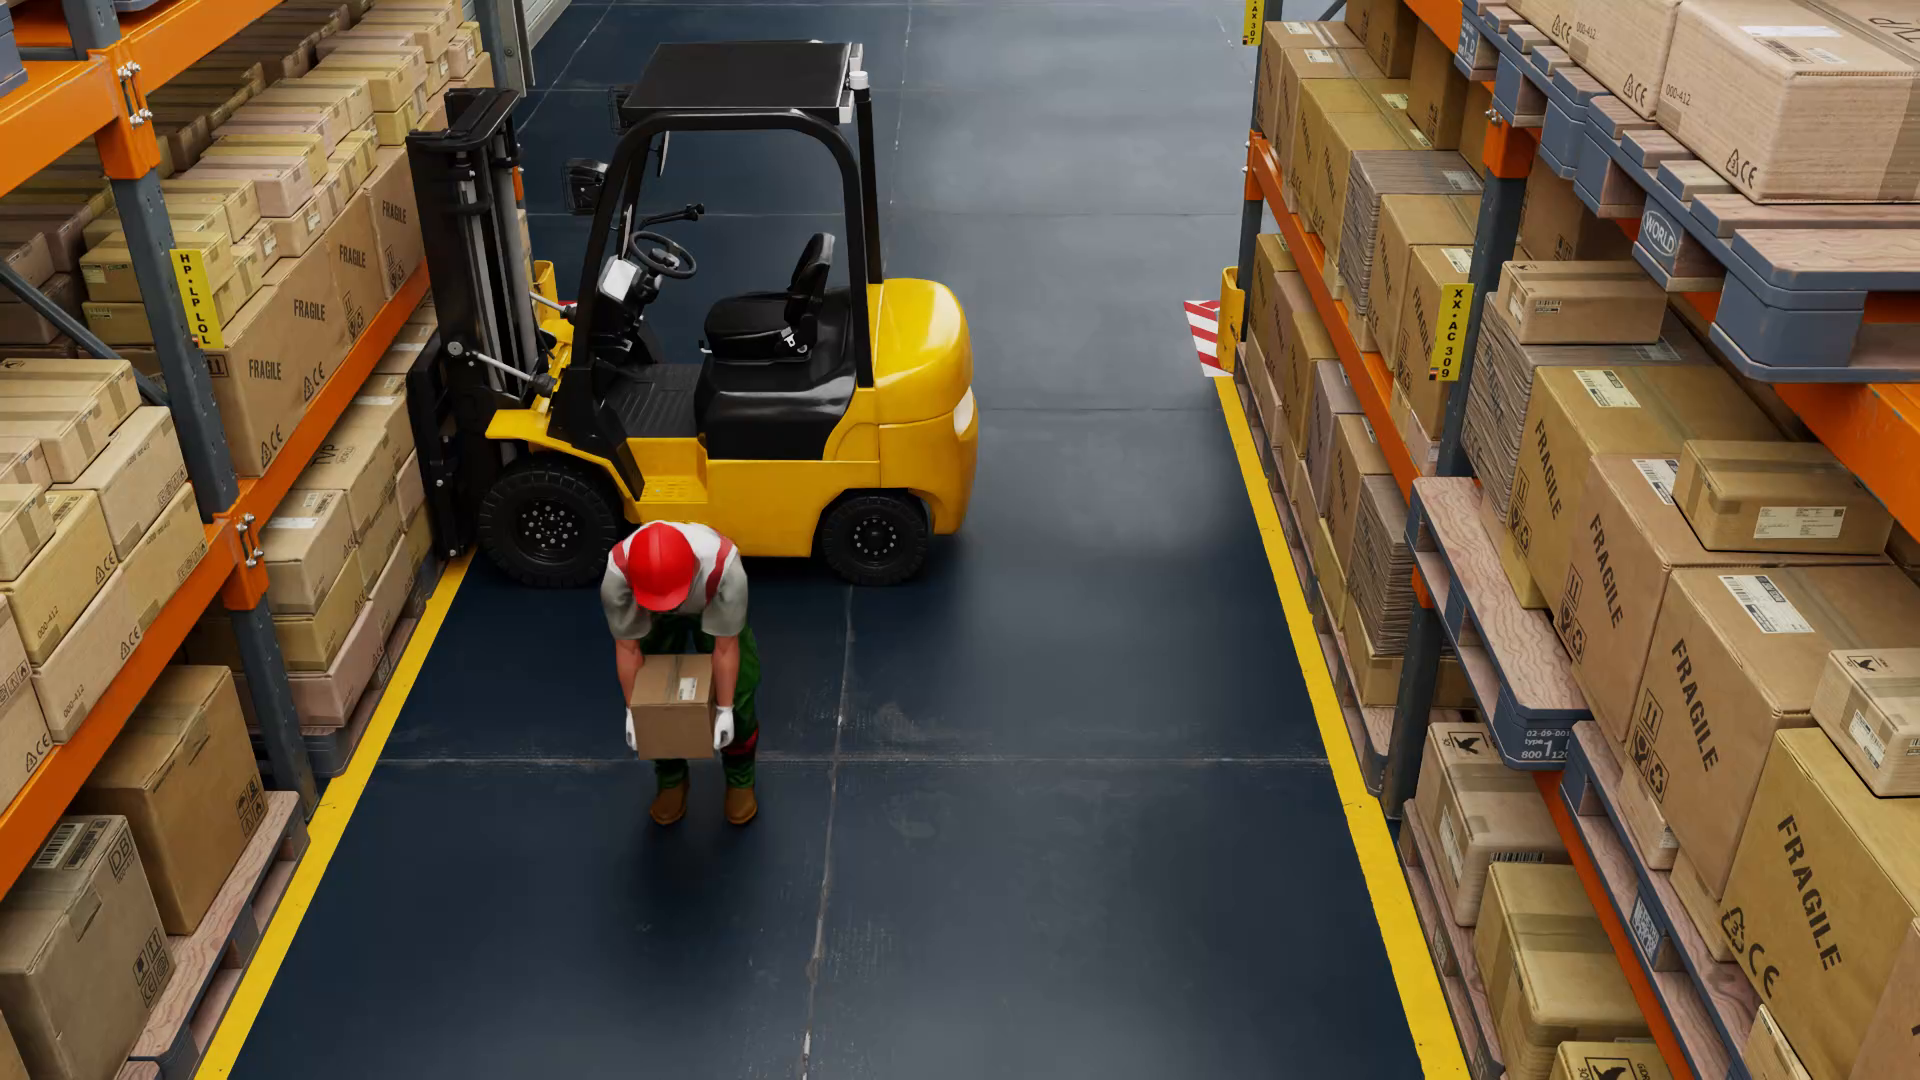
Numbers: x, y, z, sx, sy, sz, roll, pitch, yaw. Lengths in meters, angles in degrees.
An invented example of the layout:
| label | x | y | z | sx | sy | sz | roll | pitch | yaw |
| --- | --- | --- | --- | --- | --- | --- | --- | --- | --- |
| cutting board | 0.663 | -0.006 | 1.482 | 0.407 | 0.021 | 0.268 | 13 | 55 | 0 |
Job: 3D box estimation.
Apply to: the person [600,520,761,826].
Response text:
| label | x | y | z | sx | sy | sz | roll | pitch | yaw |
| --- | --- | --- | --- | --- | --- | --- | --- | --- | --- |
| person | -0.942 | 0.444 | 5.676 | 0.492 | 1.478 | 0.851 | -1 | 31 | -2 |
